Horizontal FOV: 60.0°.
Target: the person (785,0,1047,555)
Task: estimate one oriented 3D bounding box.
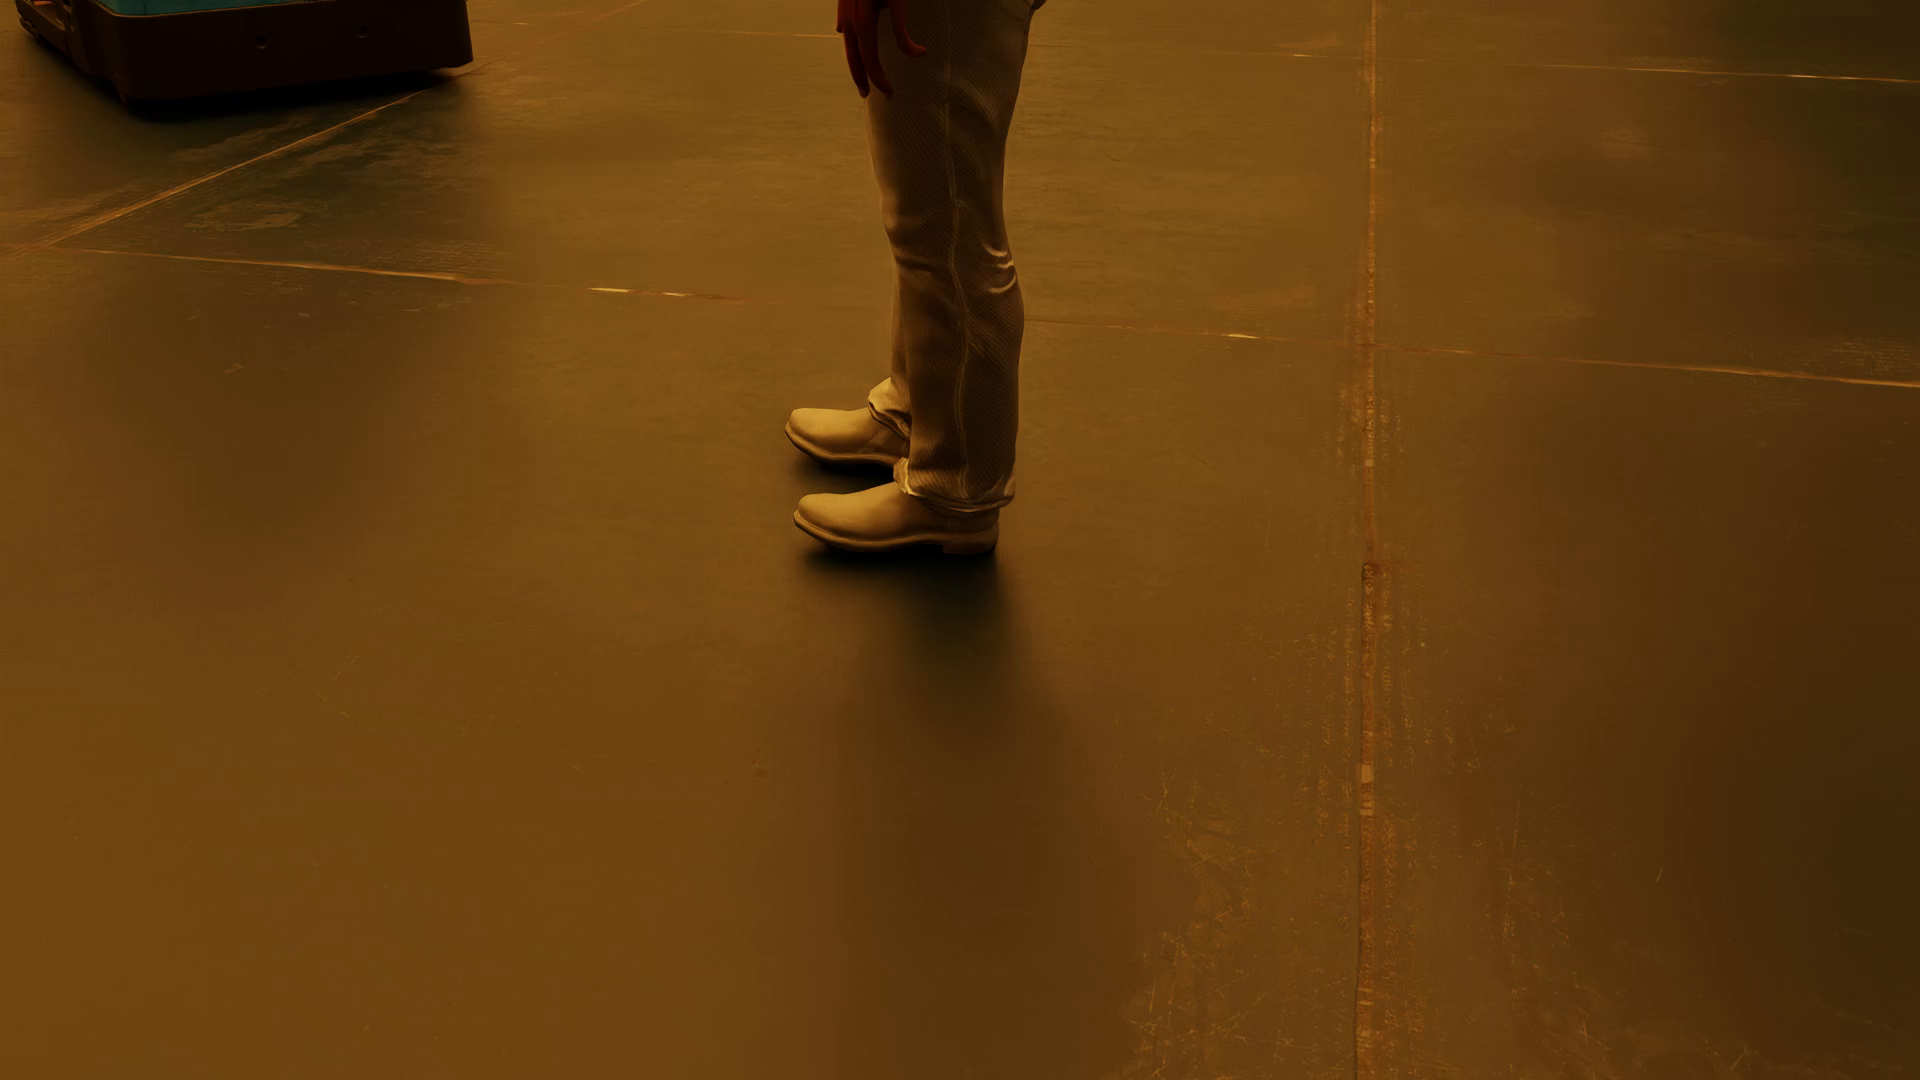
[{"bbox_3d":[-0.067,-0.804,2.118,0.575,1.768,0.665,6,27,11],"label":"person"}]

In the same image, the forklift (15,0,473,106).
[{"bbox_3d":[-2.859,-3.217,5.624,1.130,2.935,3.031,-18,32,-31],"label":"forklift"}]
